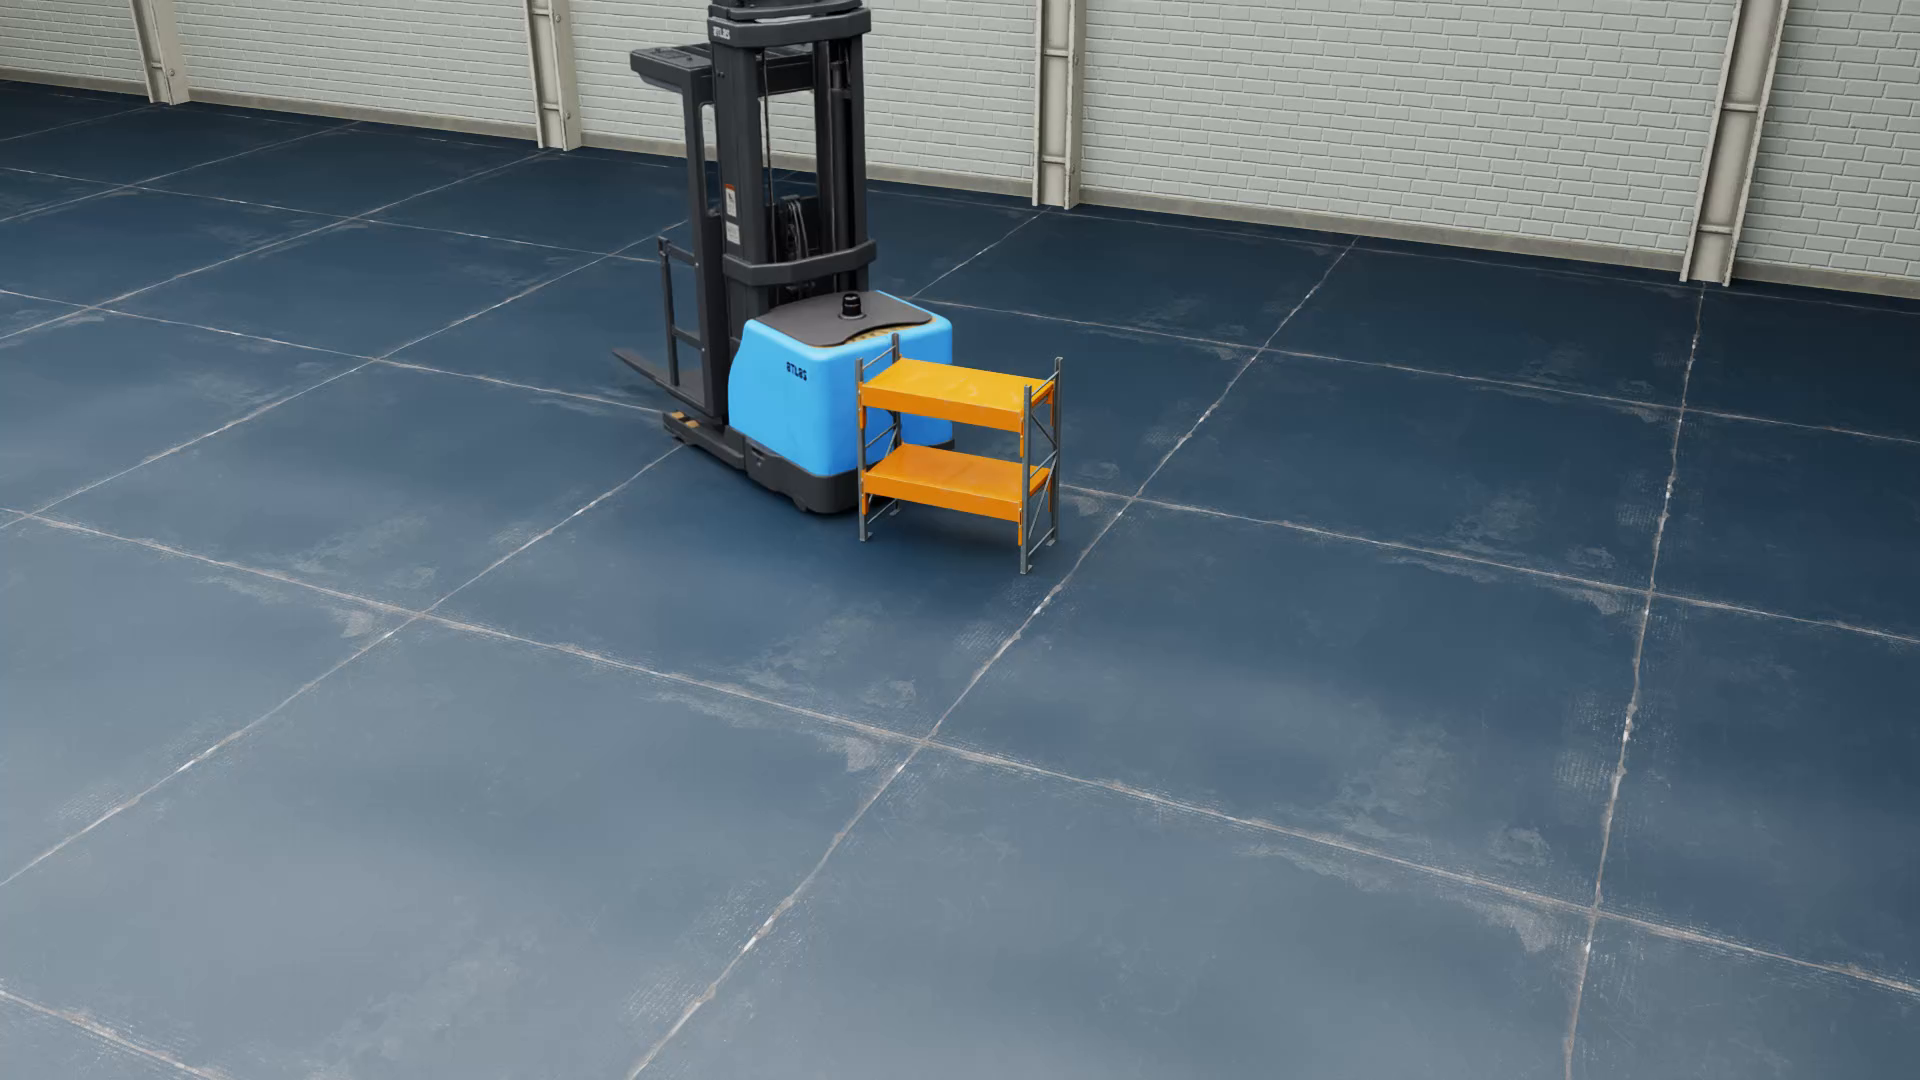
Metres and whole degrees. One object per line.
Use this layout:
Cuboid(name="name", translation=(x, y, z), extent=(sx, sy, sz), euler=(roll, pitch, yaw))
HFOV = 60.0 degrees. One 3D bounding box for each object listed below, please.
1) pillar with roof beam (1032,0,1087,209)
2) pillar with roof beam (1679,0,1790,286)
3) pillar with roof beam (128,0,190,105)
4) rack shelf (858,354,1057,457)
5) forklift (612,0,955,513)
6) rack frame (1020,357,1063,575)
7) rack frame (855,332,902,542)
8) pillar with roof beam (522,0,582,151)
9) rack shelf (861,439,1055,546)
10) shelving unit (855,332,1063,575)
Cuboid(name="pillar with roof beam", translation=(-0.826, -5.654, 11.047), extent=(0.400, 9.000, 9.100), euler=(11, 28, 22))
Cuboid(name="pillar with roof beam", translation=(4.636, -4.557, 8.818), extent=(0.400, 9.000, 9.100), euler=(11, 28, 22))
Cuboid(name="pillar with roof beam", translation=(-11.749, -7.848, 15.503), extent=(0.400, 9.000, 9.100), euler=(11, 28, 22))
Cuboid(name="rack shelf", translation=(-0.006, -0.768, 9.375), extent=(1.000, 0.278, 0.538), euler=(11, 28, 22))
Cuboid(name="forklift", translation=(-1.333, -2.058, 10.613), extent=(1.130, 2.935, 3.031), euler=(-19, 32, -33))
Cuboid(name="rack frame", translation=(0.457, -0.413, 9.315), extent=(0.032, 1.125, 0.500), euler=(11, 28, 22))
Cuboid(name="rack frame", translation=(-0.469, -0.599, 9.693), extent=(0.032, 1.125, 0.500), euler=(11, 28, 22))
Cuboid(name="pillar with roof beam", translation=(-6.288, -6.751, 13.275), extent=(0.400, 9.000, 9.100), euler=(11, 28, 22))
Cuboid(name="rack shelf", translation=(-0.006, -0.287, 9.612), extent=(1.000, 0.278, 0.538), euler=(11, 28, 22))
Cuboid(name="shelving unit", translation=(-0.006, -0.506, 9.504), extent=(1.048, 1.125, 0.538), euler=(11, 28, 22))
